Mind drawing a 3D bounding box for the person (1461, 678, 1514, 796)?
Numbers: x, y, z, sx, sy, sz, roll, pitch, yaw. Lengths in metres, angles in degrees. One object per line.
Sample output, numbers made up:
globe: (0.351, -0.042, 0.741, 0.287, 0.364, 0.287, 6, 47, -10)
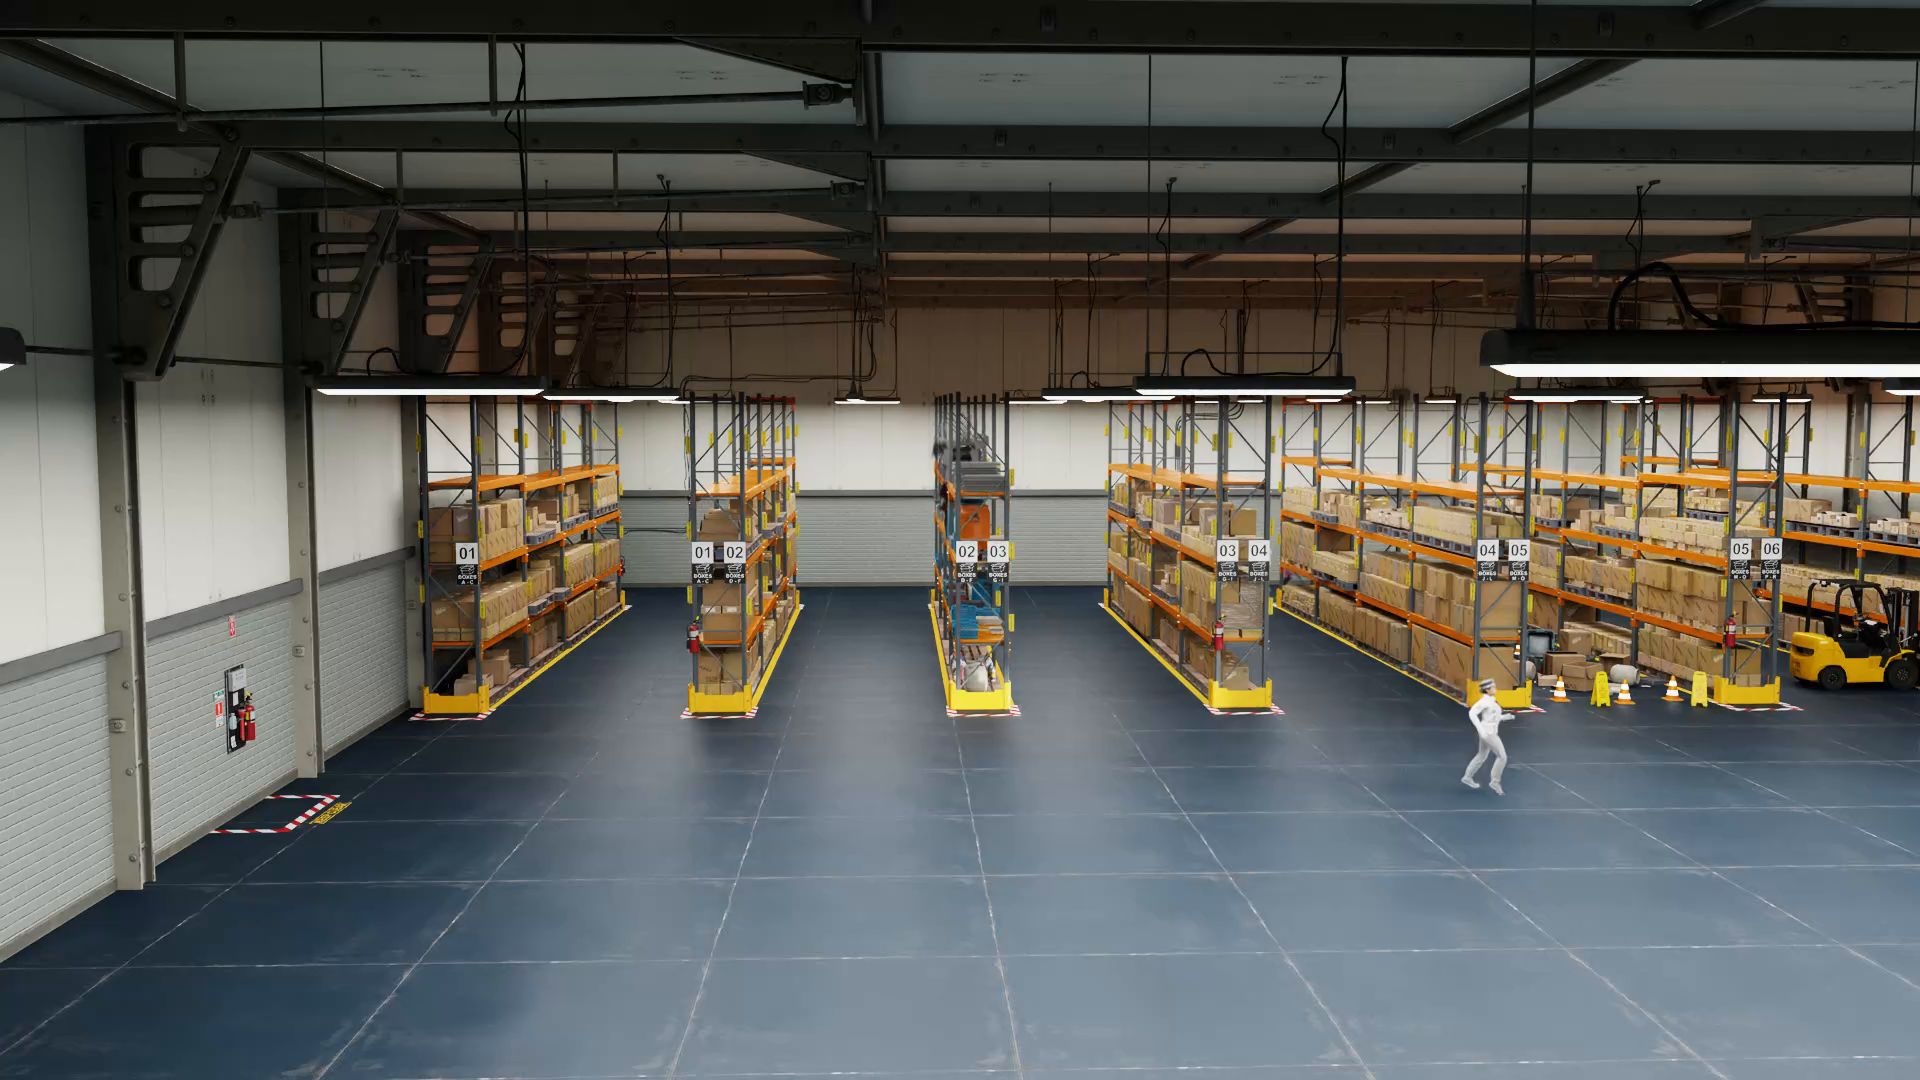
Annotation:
person: (7.821, 2.913, 24.619, 0.726, 1.747, 0.578, 2, 5, 19)

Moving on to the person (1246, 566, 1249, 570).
person: (8.006, 1.269, 45.179, 0.650, 1.707, 0.842, -1, 5, -9)

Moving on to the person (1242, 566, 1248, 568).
person: (7.952, 1.074, 47.759, 0.778, 1.682, 0.794, 2, 5, 28)

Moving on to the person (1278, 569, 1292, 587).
person: (9.637, 1.071, 49.077, 0.485, 1.485, 0.635, 1, 5, 9)
